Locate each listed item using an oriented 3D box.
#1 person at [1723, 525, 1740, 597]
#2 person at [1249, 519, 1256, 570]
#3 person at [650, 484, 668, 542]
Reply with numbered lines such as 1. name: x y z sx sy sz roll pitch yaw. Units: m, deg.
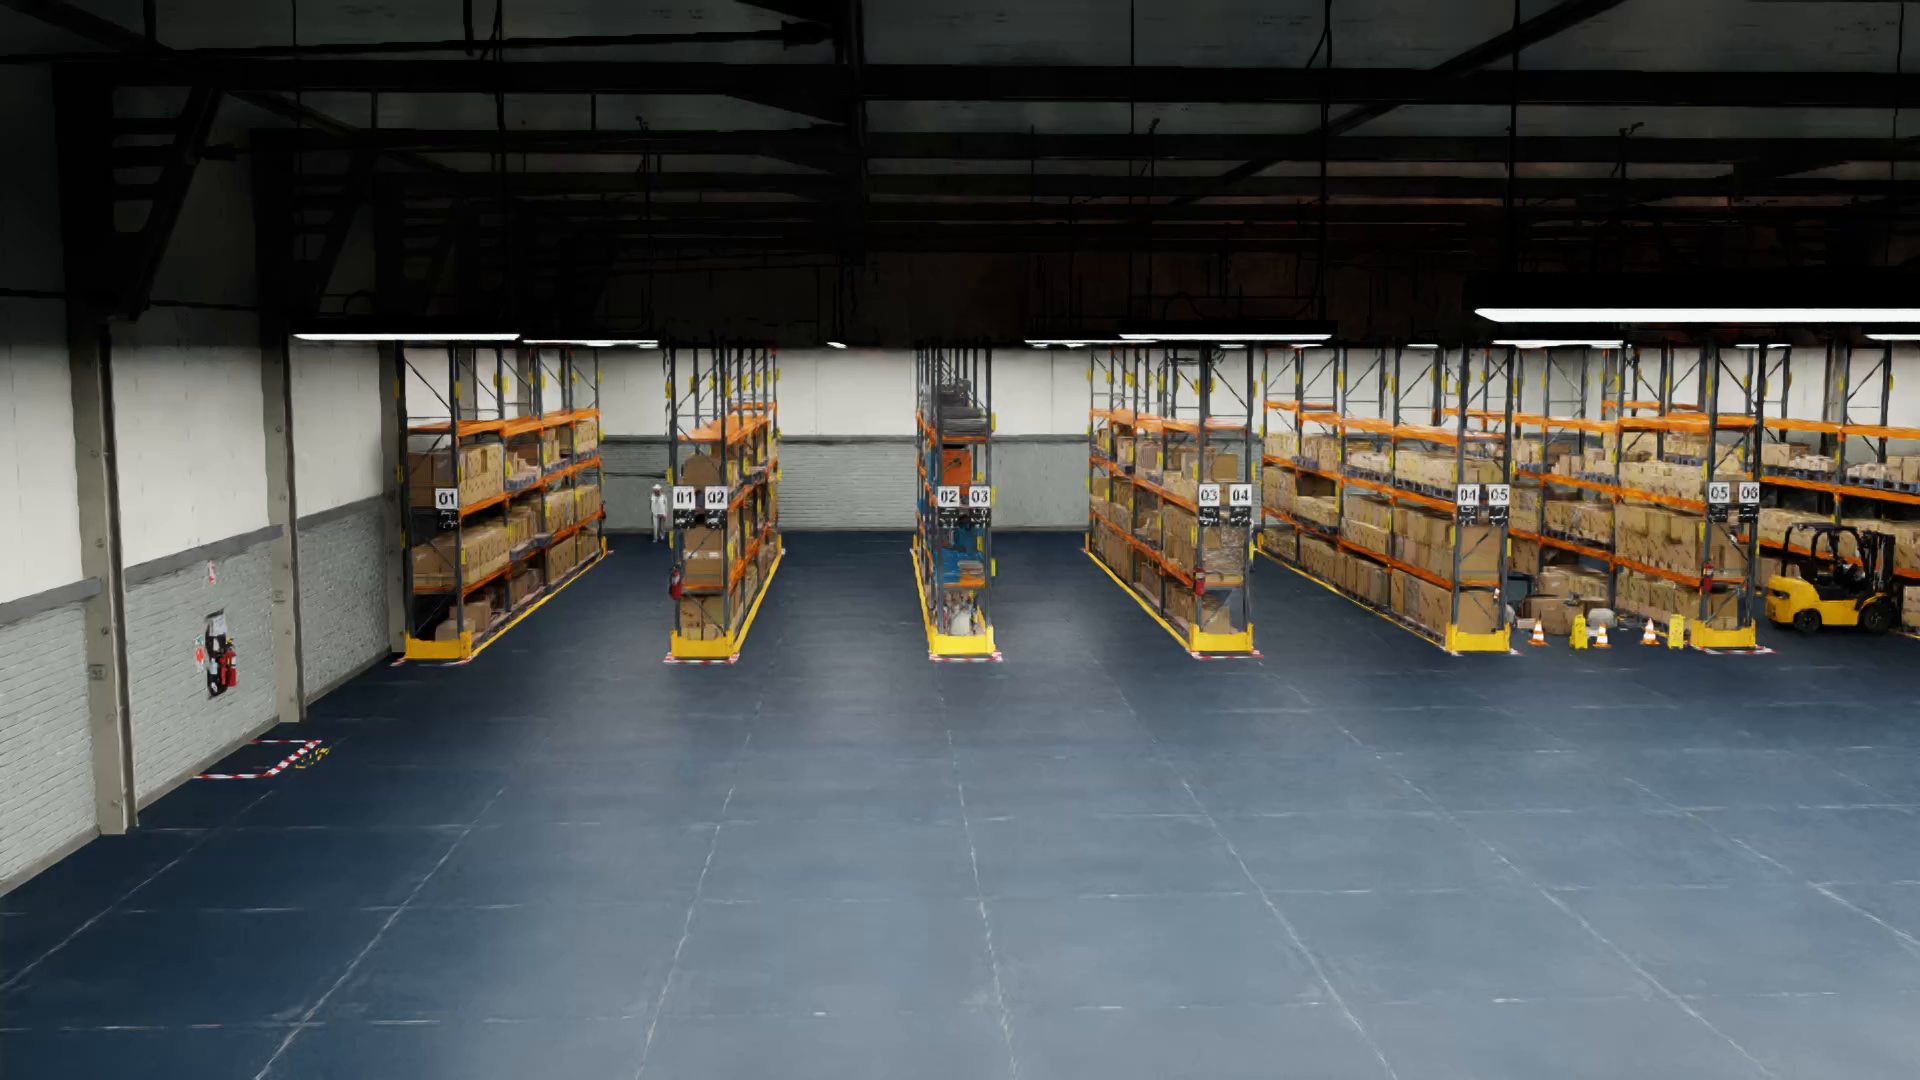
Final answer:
1. person: 17.927 0.480 38.779 0.555 1.664 0.585 3 7 22
2. person: 7.467 -0.028 43.534 0.495 1.589 1.086 0 6 -1
3. person: -9.060 -0.820 50.085 0.553 1.725 1.030 0 7 -4
